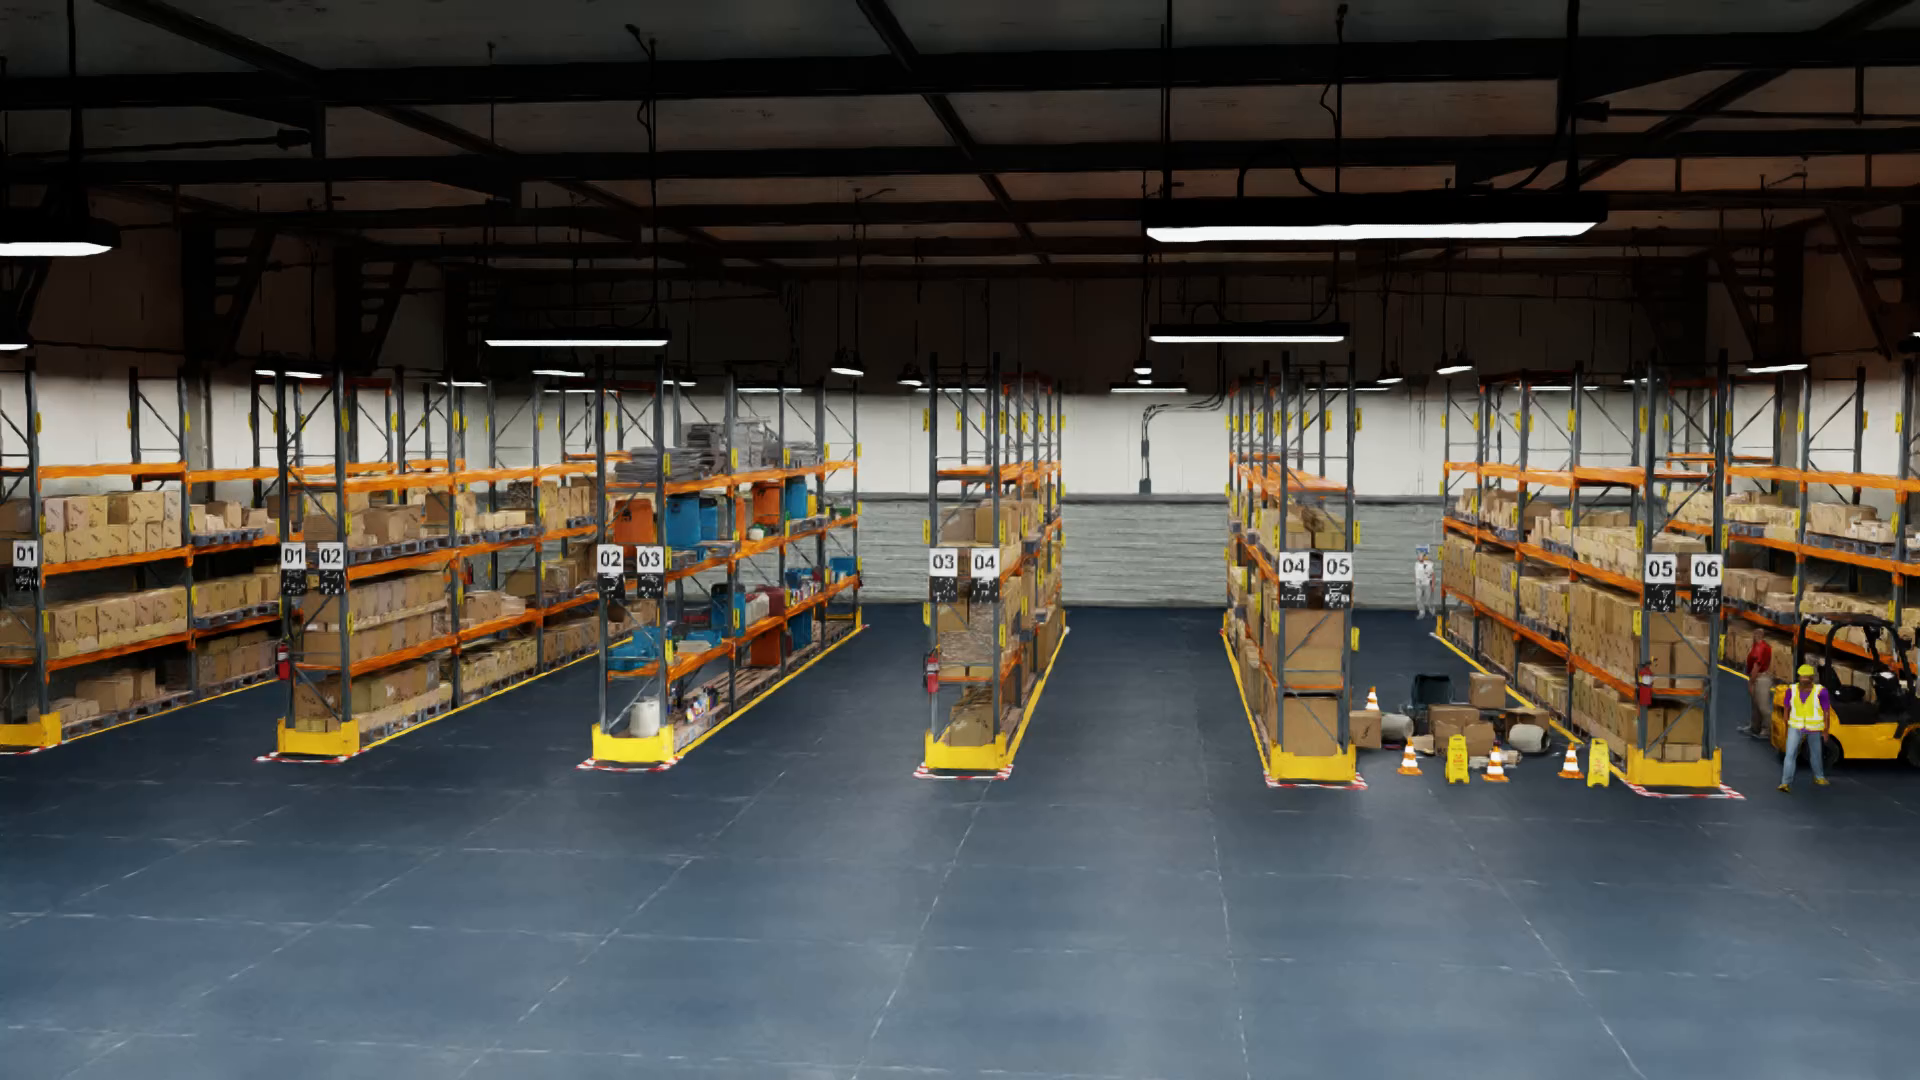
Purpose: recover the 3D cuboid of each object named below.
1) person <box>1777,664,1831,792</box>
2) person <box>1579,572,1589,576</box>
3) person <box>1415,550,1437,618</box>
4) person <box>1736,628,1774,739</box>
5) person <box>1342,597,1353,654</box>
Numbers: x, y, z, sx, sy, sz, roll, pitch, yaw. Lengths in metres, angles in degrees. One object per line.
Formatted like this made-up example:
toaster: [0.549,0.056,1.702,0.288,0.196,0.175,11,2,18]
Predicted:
person: [11.475,2.543,22.545,0.589,1.739,0.947,3,5,33]
person: [13.987,1.521,37.329,0.553,1.663,0.656,1,4,17]
person: [11.927,1.125,42.581,0.587,1.743,0.587,4,6,43]
person: [12.672,2.255,26.460,0.584,1.723,0.653,3,5,36]
person: [8.313,1.649,35.919,0.346,1.597,0.536,-1,4,-8]
